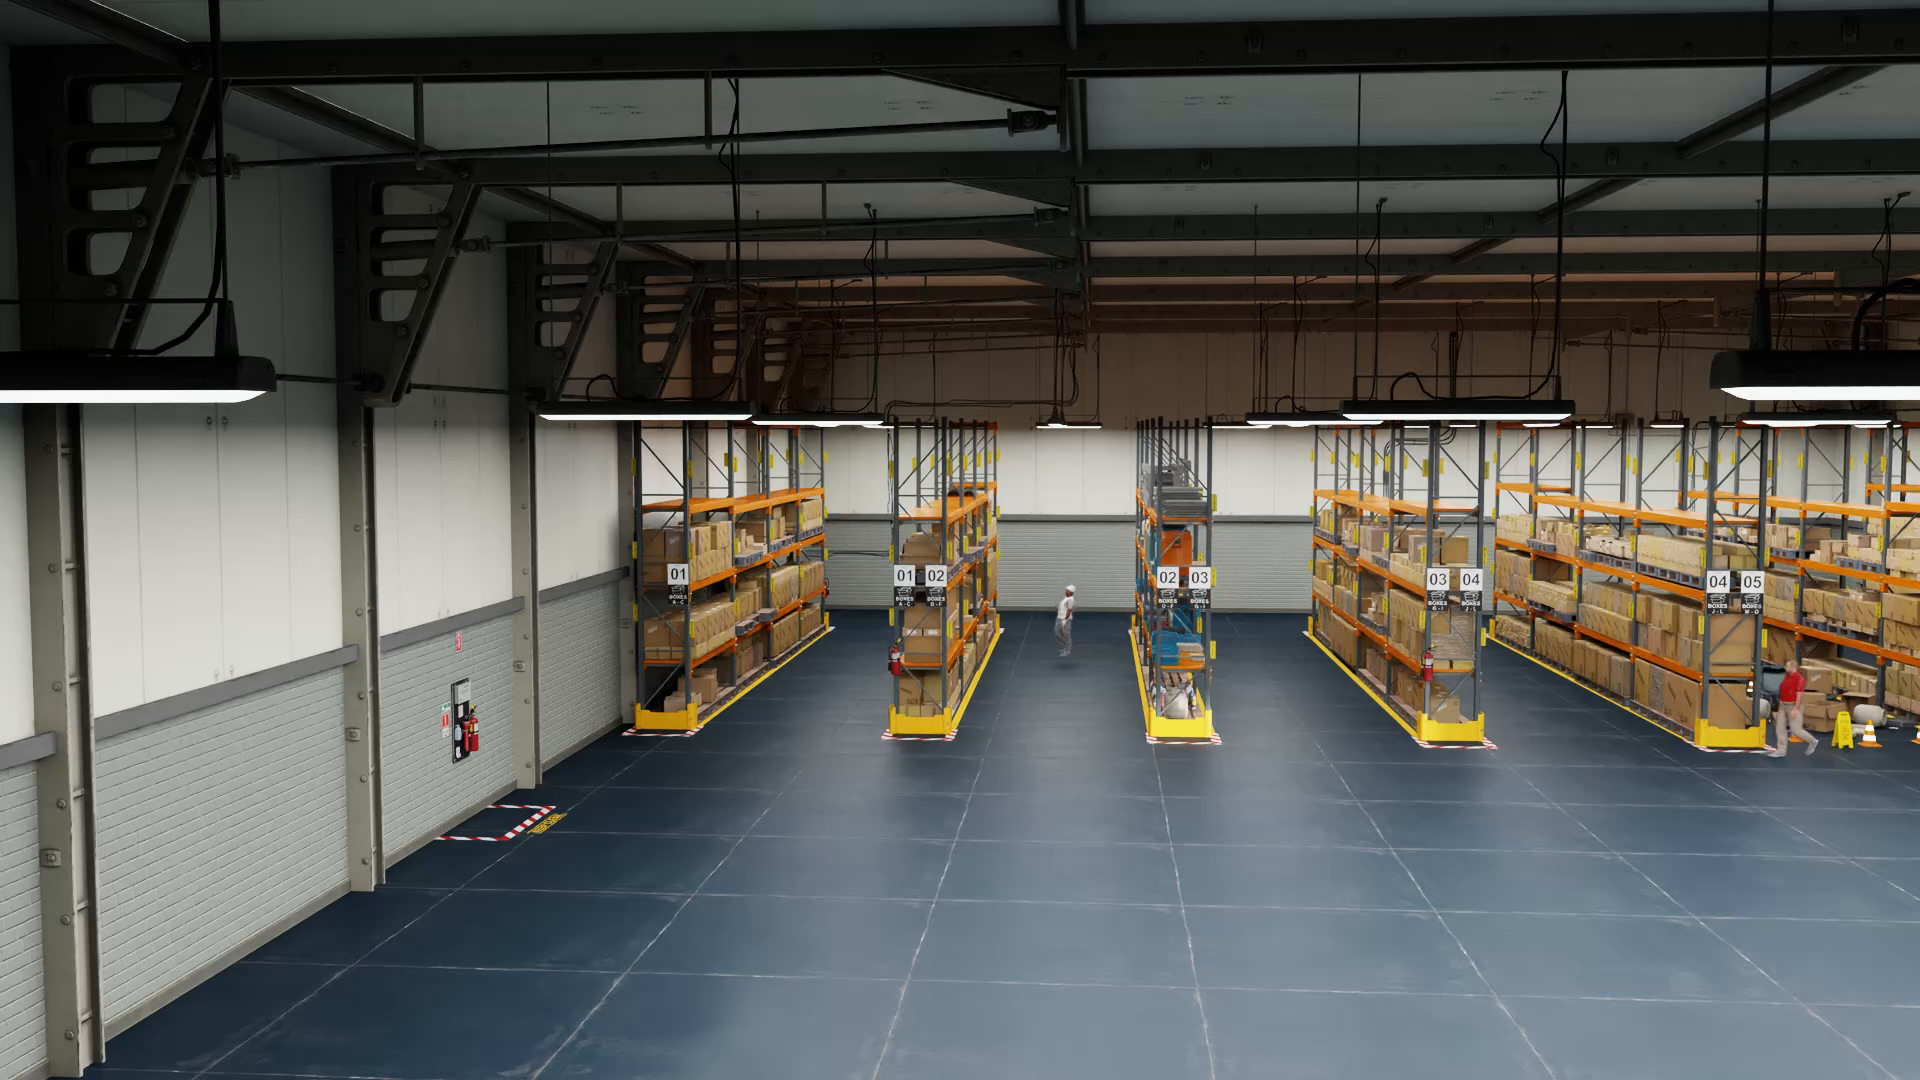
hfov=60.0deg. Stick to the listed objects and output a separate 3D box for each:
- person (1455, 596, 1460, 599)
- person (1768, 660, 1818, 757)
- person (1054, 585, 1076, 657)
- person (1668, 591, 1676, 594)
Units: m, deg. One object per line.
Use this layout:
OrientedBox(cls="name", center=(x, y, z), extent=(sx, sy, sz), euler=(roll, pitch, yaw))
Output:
OrientedBox(cls="person", center=(12.474, 2.126, 41.641), extent=(0.407, 1.826, 0.554), euler=(-2, 4, -30))
OrientedBox(cls="person", center=(14.597, 2.954, 29.122), extent=(0.805, 1.712, 0.508), euler=(-1, 4, -19))
OrientedBox(cls="person", center=(2.630, 2.004, 41.450), extent=(0.504, 1.768, 0.611), euler=(-2, 4, -32))
OrientedBox(cls="person", center=(17.976, 2.104, 42.017), extent=(0.593, 1.814, 0.604), euler=(-1, 4, -16))
